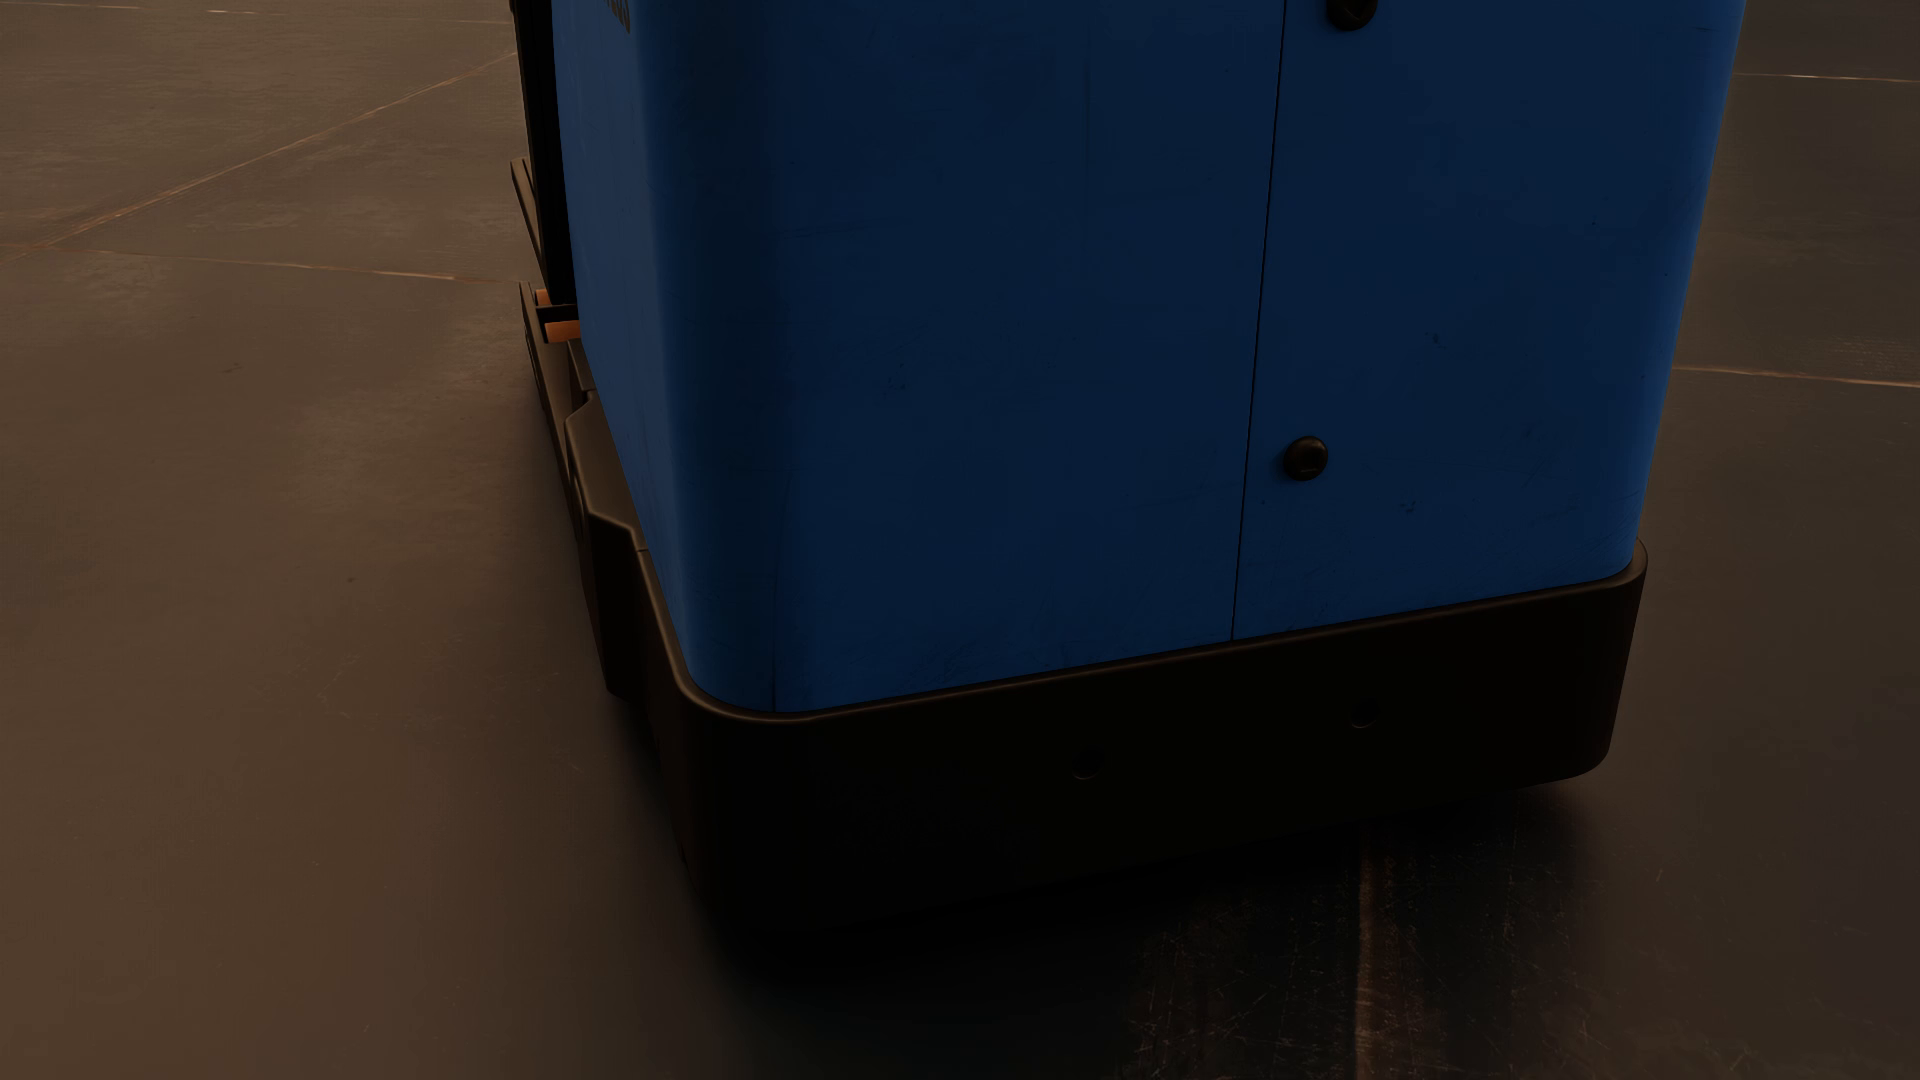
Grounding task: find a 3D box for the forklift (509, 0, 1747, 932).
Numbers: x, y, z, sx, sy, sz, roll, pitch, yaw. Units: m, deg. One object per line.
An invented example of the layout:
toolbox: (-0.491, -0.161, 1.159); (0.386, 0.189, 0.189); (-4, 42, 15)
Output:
forklift: (-0.187, -1.577, 2.371); (1.130, 2.935, 3.031); (-8, 28, -16)
